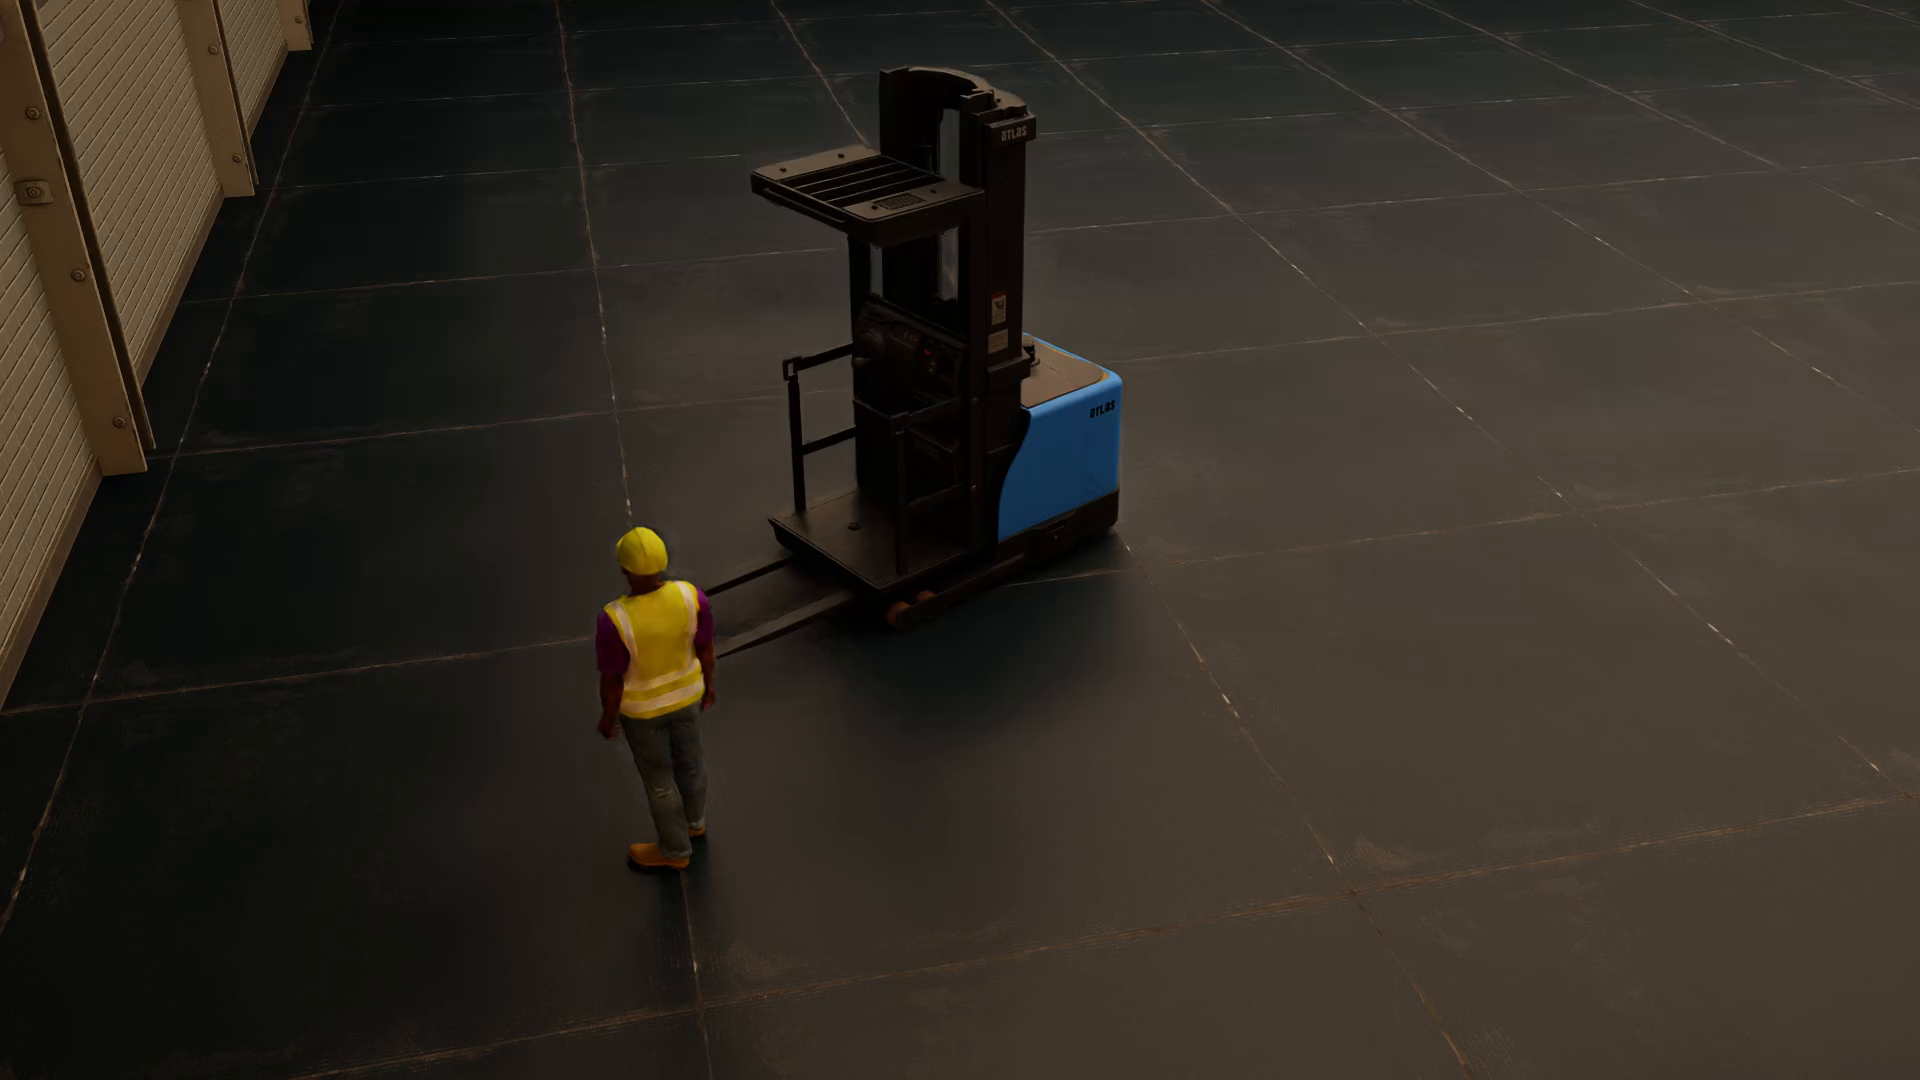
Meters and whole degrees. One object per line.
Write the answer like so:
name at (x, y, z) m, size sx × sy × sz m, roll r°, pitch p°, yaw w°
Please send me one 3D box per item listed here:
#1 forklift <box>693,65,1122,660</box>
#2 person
forklift at (-0.449, -1.042, 9.375) m, size 3.031 × 2.935 × 1.130 m, roll -23°, pitch 37°, yaw -34°
person at (-1.404, 0.689, 7.552) m, size 0.560 × 1.769 × 0.485 m, roll -18°, pitch 35°, yaw -28°
